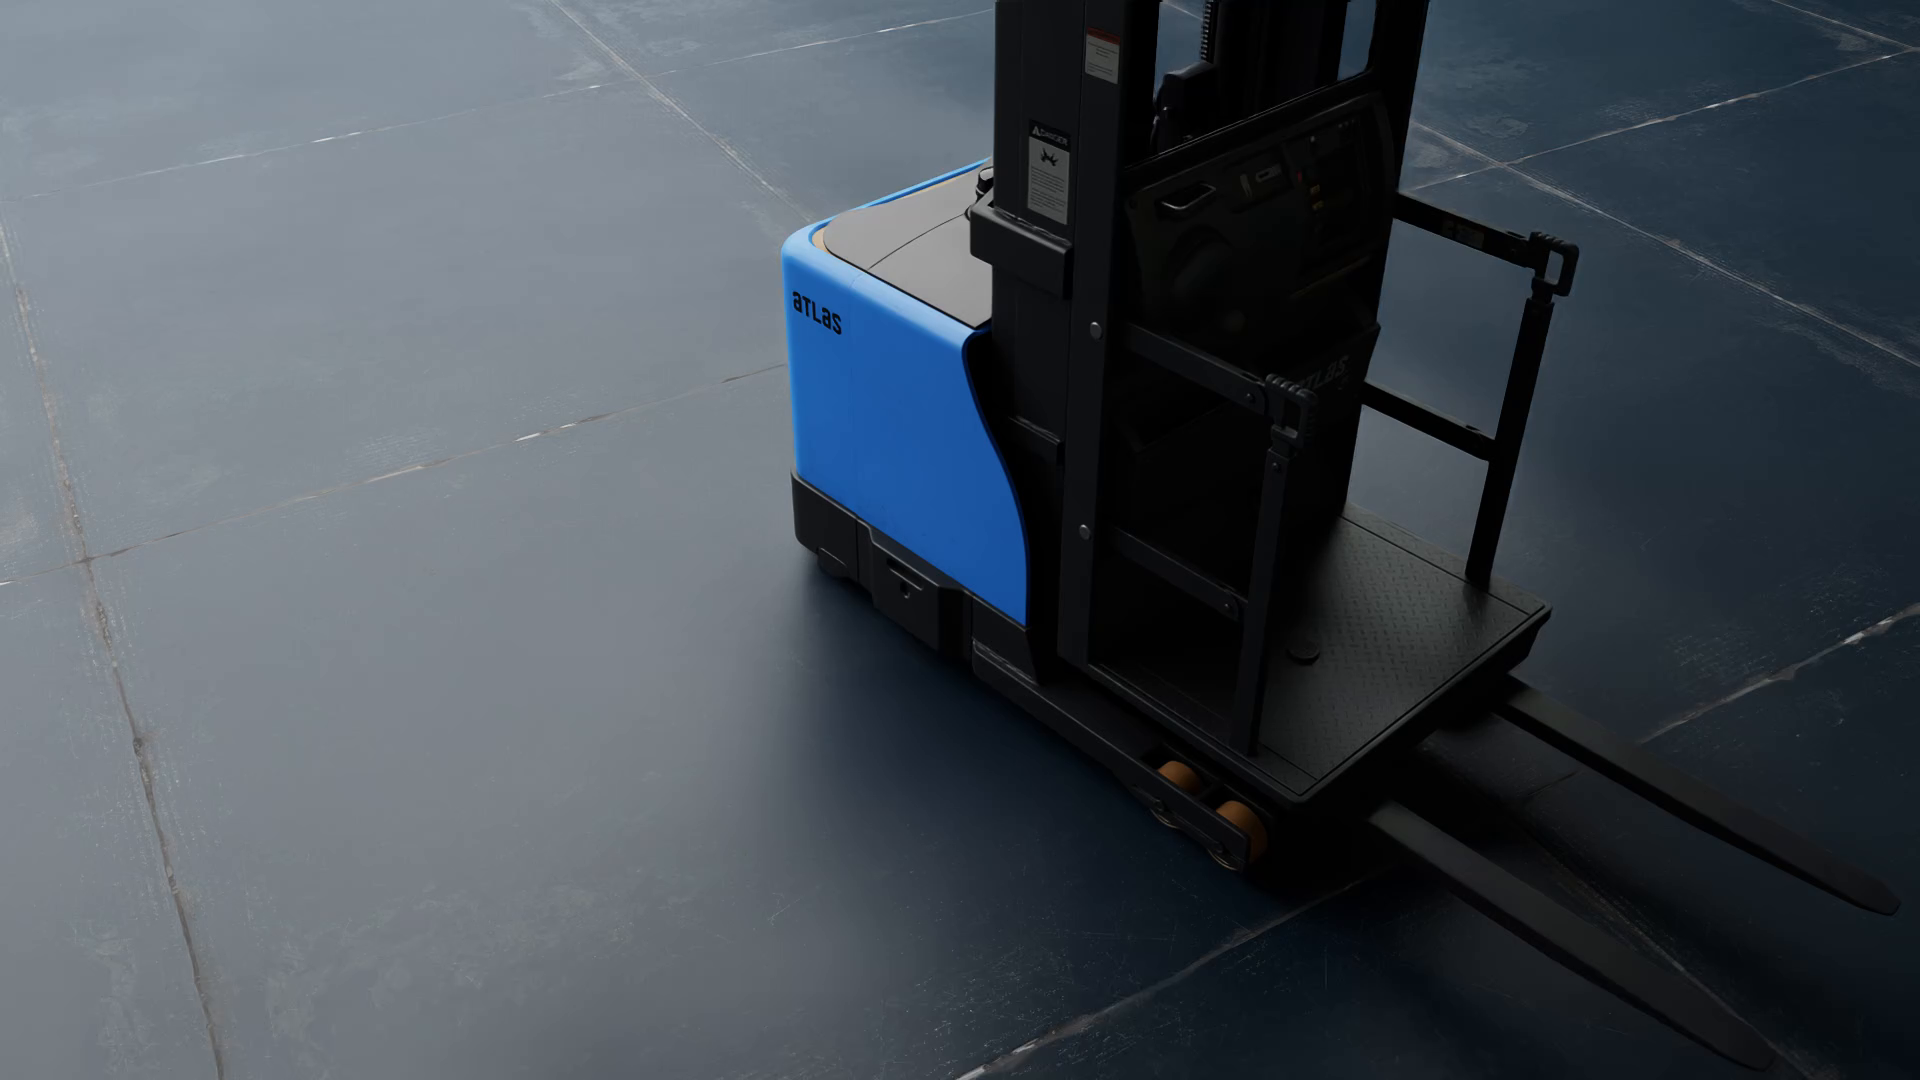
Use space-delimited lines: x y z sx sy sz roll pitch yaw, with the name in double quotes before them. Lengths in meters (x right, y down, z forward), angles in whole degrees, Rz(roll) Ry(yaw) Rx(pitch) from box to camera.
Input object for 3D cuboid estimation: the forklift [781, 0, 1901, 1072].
"forklift" 0.856 -0.710 3.737 1.130 2.935 3.031 -29 45 -33
